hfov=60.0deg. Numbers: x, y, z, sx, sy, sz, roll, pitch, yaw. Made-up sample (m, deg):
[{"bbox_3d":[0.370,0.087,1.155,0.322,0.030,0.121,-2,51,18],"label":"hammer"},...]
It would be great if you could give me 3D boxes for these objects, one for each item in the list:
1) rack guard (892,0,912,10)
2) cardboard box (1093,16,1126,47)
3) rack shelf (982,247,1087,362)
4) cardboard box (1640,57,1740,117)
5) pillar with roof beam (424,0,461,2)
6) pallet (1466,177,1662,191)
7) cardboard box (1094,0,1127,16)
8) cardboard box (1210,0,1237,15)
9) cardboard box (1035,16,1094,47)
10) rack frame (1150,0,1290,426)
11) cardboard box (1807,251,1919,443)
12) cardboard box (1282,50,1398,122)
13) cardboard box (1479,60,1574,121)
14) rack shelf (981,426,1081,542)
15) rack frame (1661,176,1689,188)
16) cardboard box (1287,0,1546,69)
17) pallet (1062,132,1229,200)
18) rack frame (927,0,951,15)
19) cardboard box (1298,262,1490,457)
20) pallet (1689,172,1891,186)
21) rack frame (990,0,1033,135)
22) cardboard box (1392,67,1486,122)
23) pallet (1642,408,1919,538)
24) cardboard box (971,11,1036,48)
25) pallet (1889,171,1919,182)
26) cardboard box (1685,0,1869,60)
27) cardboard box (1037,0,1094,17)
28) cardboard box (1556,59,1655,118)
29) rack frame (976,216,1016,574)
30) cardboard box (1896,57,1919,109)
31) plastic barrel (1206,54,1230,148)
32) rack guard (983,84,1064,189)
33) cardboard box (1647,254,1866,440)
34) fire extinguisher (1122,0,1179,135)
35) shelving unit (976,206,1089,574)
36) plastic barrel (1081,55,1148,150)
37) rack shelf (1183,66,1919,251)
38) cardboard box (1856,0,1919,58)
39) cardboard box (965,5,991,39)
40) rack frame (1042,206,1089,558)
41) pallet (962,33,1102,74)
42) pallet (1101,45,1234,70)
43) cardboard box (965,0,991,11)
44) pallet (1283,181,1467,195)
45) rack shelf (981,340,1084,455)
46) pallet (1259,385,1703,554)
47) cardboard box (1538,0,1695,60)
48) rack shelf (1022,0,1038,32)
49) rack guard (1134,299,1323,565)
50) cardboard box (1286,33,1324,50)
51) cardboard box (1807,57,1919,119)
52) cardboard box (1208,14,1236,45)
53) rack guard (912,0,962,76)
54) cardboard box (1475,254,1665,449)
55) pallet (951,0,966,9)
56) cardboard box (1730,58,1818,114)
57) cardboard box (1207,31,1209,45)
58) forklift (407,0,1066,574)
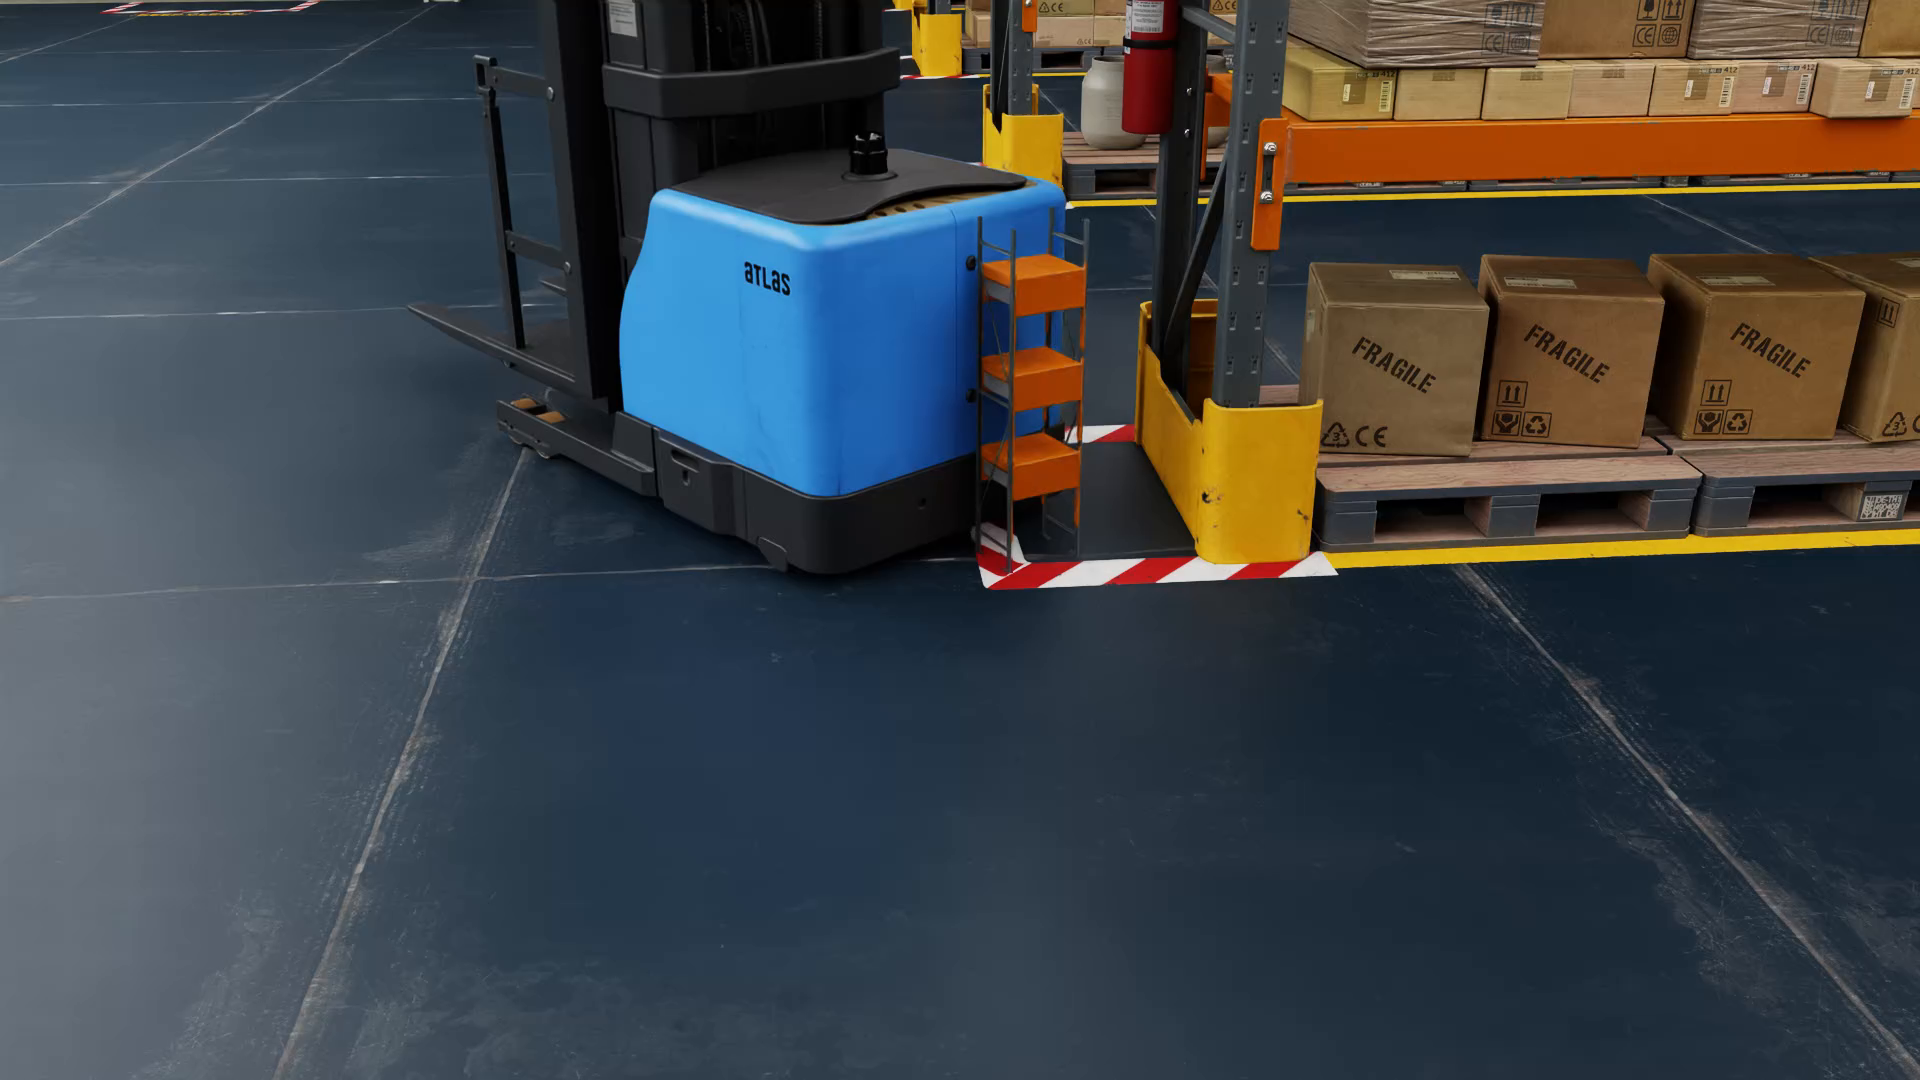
[{"bbox_3d":[-0.600,-6.400,19.034,0.348,0.500,1.175,-2,24,-5],"label":"rack guard"},{"bbox_3d":[1.365,-4.446,14.427,0.500,0.250,0.500,-2,24,-5],"label":"cardboard box"},{"bbox_3d":[0.207,-0.686,4.828,0.240,0.259,0.215,-13,27,-27],"label":"rack shelf"},{"bbox_3d":[2.089,-1.365,4.937,0.250,0.149,0.380,-2,24,-5],"label":"cardboard box"},{"bbox_3d":[-5.612,-8.679,13.697,0.400,9.000,9.100,-2,24,-5],"label":"pillar with roof beam"},{"bbox_3d":[3.606,-2.411,10.414,1.213,0.211,1.003,-2,24,-5],"label":"pallet"},{"bbox_3d":[1.364,-4.793,14.285,0.500,0.500,0.500,-2,24,-5],"label":"cardboard box"},{"bbox_3d":[2.359,-4.832,14.372,0.500,0.500,0.500,-2,24,-5],"label":"cardboard box"},{"bbox_3d":[0.867,-4.426,14.382,0.500,0.250,0.500,-2,24,-5],"label":"cardboard box"},{"bbox_3d":[0.784,-1.533,5.006,0.127,3.000,1.000,-2,24,-5],"label":"rack frame"},{"bbox_3d":[3.184,-0.660,5.603,0.500,0.500,0.500,-4,24,-10],"label":"cardboard box"},{"bbox_3d":[1.092,-1.333,4.866,0.250,0.149,0.380,-2,24,-5],"label":"cardboard box"},{"bbox_3d":[1.592,-1.340,4.880,0.250,0.149,0.380,-2,24,-5],"label":"cardboard box"},{"bbox_3d":[0.207,-0.173,5.056,0.240,0.259,0.215,-13,27,-27],"label":"rack shelf"},{"bbox_3d":[4.278,-3.695,9.870,0.127,3.000,1.000,-2,24,-5],"label":"rack frame"},{"bbox_3d":[1.335,-1.726,4.950,0.500,0.500,0.875,-2,24,-5],"label":"cardboard box"},{"bbox_3d":[1.178,-2.313,10.194,1.213,0.211,1.003,-2,24,-5],"label":"pallet"},{"bbox_3d":[-0.185,-5.537,14.015,0.127,3.000,1.000,-2,24,-5],"label":"rack frame"},{"bbox_3d":[1.408,-0.601,5.469,0.500,0.500,0.500,2,24,5],"label":"cardboard box"},{"bbox_3d":[5.056,-2.468,10.542,1.213,0.211,1.003,-2,24,-5],"label":"pallet"},{"bbox_3d":[0.298,-3.535,9.510,0.127,3.000,1.000,-2,24,-5],"label":"rack frame"},{"bbox_3d":[1.342,-1.336,4.871,0.250,0.149,0.380,-2,24,-5],"label":"cardboard box"},{"bbox_3d":[2.883,-0.327,5.727,1.213,0.211,1.003,-2,24,-5],"label":"pallet"},{"bbox_3d":[0.370,-4.404,14.334,0.500,0.250,0.500,-2,24,-5],"label":"cardboard box"},{"bbox_3d":[6.273,-2.518,10.654,1.213,0.211,1.003,-2,24,-5],"label":"pallet"},{"bbox_3d":[2.322,-1.797,5.110,0.500,0.500,0.875,-2,24,-5],"label":"cardboard box"},{"bbox_3d":[0.867,-4.768,14.228,0.500,0.500,0.500,-2,24,-5],"label":"cardboard box"},{"bbox_3d":[1.839,-1.358,4.921,0.250,0.149,0.380,-2,24,-5],"label":"cardboard box"},{"bbox_3d":[0.102,-0.412,4.883,0.008,1.050,0.200,-13,27,-27],"label":"rack frame"},{"bbox_3d":[2.830,-1.418,5.056,0.250,0.149,0.380,-2,24,-5],"label":"cardboard box"},{"bbox_3d":[1.444,-2.667,10.104,0.421,0.512,0.421,0,24,0],"label":"plastic barrel"},{"bbox_3d":[0.369,-2.415,10.068,0.348,0.500,1.175,-2,24,-5],"label":"rack guard"},{"bbox_3d":[2.624,-0.656,5.593,0.500,0.500,0.500,0,24,0],"label":"cardboard box"},{"bbox_3d":[0.625,-1.679,5.431,0.183,0.674,0.296,-2,24,-5],"label":"fire extinguisher"},{"bbox_3d":[0.207,-0.436,4.939,0.252,1.050,0.215,-13,27,-27],"label":"shelving unit"},{"bbox_3d":[0.945,-2.647,10.059,0.421,0.512,0.421,0,24,0],"label":"plastic barrel"},{"bbox_3d":[2.775,-1.284,5.332,4.000,0.370,1.077,-2,24,-5],"label":"rack shelf"},{"bbox_3d":[2.821,-1.812,5.144,0.500,0.500,0.875,-2,24,-5],"label":"cardboard box"},{"bbox_3d":[0.319,-4.614,14.805,0.500,0.250,0.500,-2,24,-5],"label":"cardboard box"},{"bbox_3d":[0.313,-0.461,4.995,0.008,1.050,0.200,-13,27,-27],"label":"rack frame"},{"bbox_3d":[0.571,-4.311,14.688,1.213,0.211,1.003,-2,24,-5],"label":"pallet"},{"bbox_3d":[1.783,-4.358,14.795,1.213,0.211,1.003,-2,24,-5],"label":"pallet"},{"bbox_3d":[0.319,-4.957,14.655,0.500,0.500,0.500,-2,24,-5],"label":"cardboard box"},{"bbox_3d":[2.389,-2.361,10.301,1.213,0.211,1.003,-2,24,-5],"label":"pallet"},{"bbox_3d":[0.207,-0.427,4.943,0.240,0.259,0.215,-13,27,-27],"label":"rack shelf"},{"bbox_3d":[1.672,-0.280,5.620,1.213,0.211,1.003,-2,24,-5],"label":"pallet"},{"bbox_3d":[1.820,-1.794,5.104,0.500,0.500,0.875,-2,24,-5],"label":"cardboard box"},{"bbox_3d":[2.288,-3.286,9.836,4.000,0.370,1.077,-2,24,-5],"label":"rack shelf"},{"bbox_3d":[0.860,-0.394,5.521,0.348,0.500,1.175,-2,24,-5],"label":"rack guard"},{"bbox_3d":[1.048,-1.513,5.271,0.250,0.149,0.380,-2,24,-5],"label":"cardboard box"},{"bbox_3d":[2.594,-1.354,4.913,0.250,0.149,0.380,-2,24,-5],"label":"cardboard box"},{"bbox_3d":[2.360,-4.484,14.513,0.500,0.250,0.500,-2,24,-5],"label":"cardboard box"},{"bbox_3d":[-0.209,-4.394,14.521,0.348,0.500,1.175,-2,24,-5],"label":"rack guard"},{"bbox_3d":[1.999,-0.639,5.554,0.500,0.500,0.500,4,24,9],"label":"cardboard box"},{"bbox_3d":[0.212,-6.286,19.134,1.213,0.211,1.003,-2,24,-5],"label":"pallet"},{"bbox_3d":[2.335,-1.386,4.984,0.250,0.149,0.380,-2,24,-5],"label":"cardboard box"},{"bbox_3d":[1.863,-4.464,14.467,0.500,0.250,0.500,-2,24,-5],"label":"cardboard box"},{"bbox_3d":[-1.027,-1.751,5.581,1.130,2.935,3.031,-20,31,-38],"label":"forklift"}]
